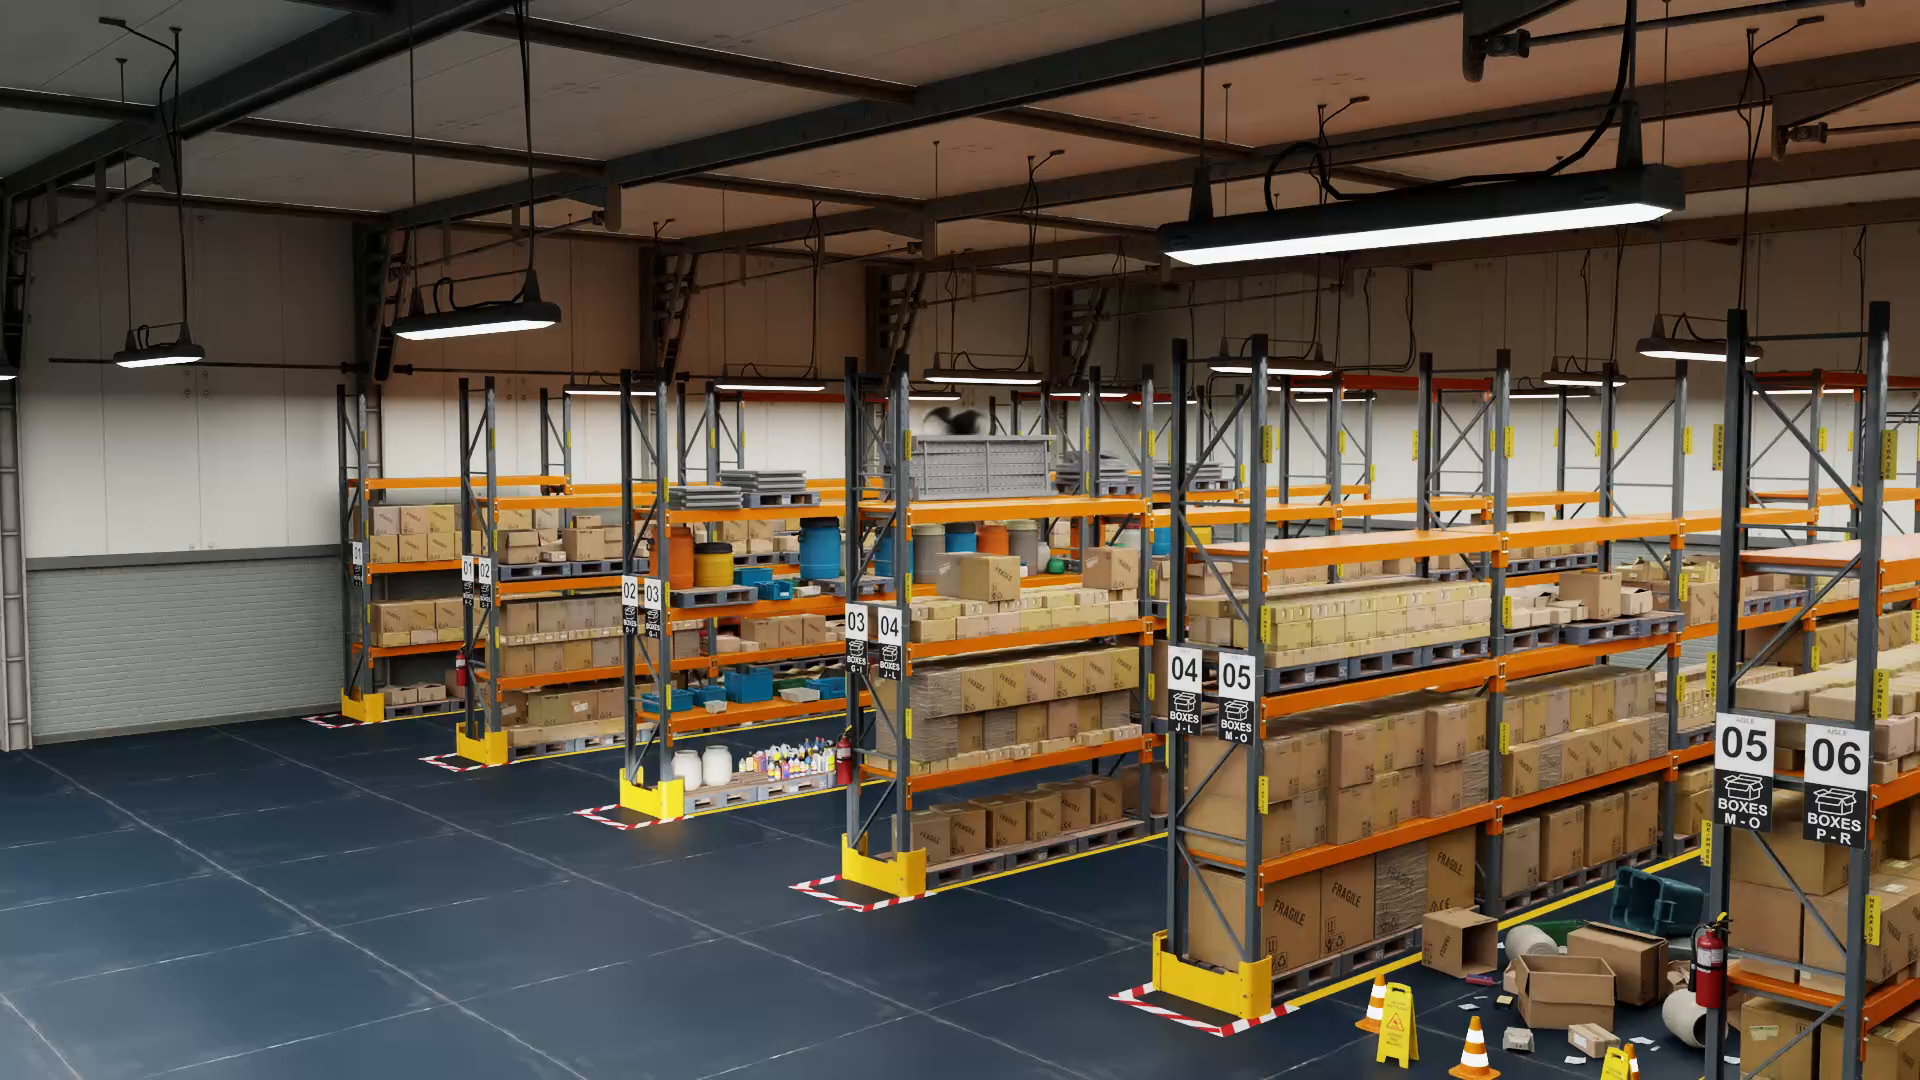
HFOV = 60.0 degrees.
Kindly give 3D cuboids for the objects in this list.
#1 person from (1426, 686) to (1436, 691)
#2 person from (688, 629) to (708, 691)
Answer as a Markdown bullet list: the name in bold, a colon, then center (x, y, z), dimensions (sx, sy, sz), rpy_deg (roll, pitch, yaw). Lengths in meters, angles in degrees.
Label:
- **person**: center (6.741, 2.791, 23.540), dimensions (0.657, 1.716, 0.868), rpy_deg (3, 5, 42)
- **person**: center (-4.997, 2.284, 31.023), dimensions (0.640, 1.672, 0.907), rpy_deg (4, 5, 44)
